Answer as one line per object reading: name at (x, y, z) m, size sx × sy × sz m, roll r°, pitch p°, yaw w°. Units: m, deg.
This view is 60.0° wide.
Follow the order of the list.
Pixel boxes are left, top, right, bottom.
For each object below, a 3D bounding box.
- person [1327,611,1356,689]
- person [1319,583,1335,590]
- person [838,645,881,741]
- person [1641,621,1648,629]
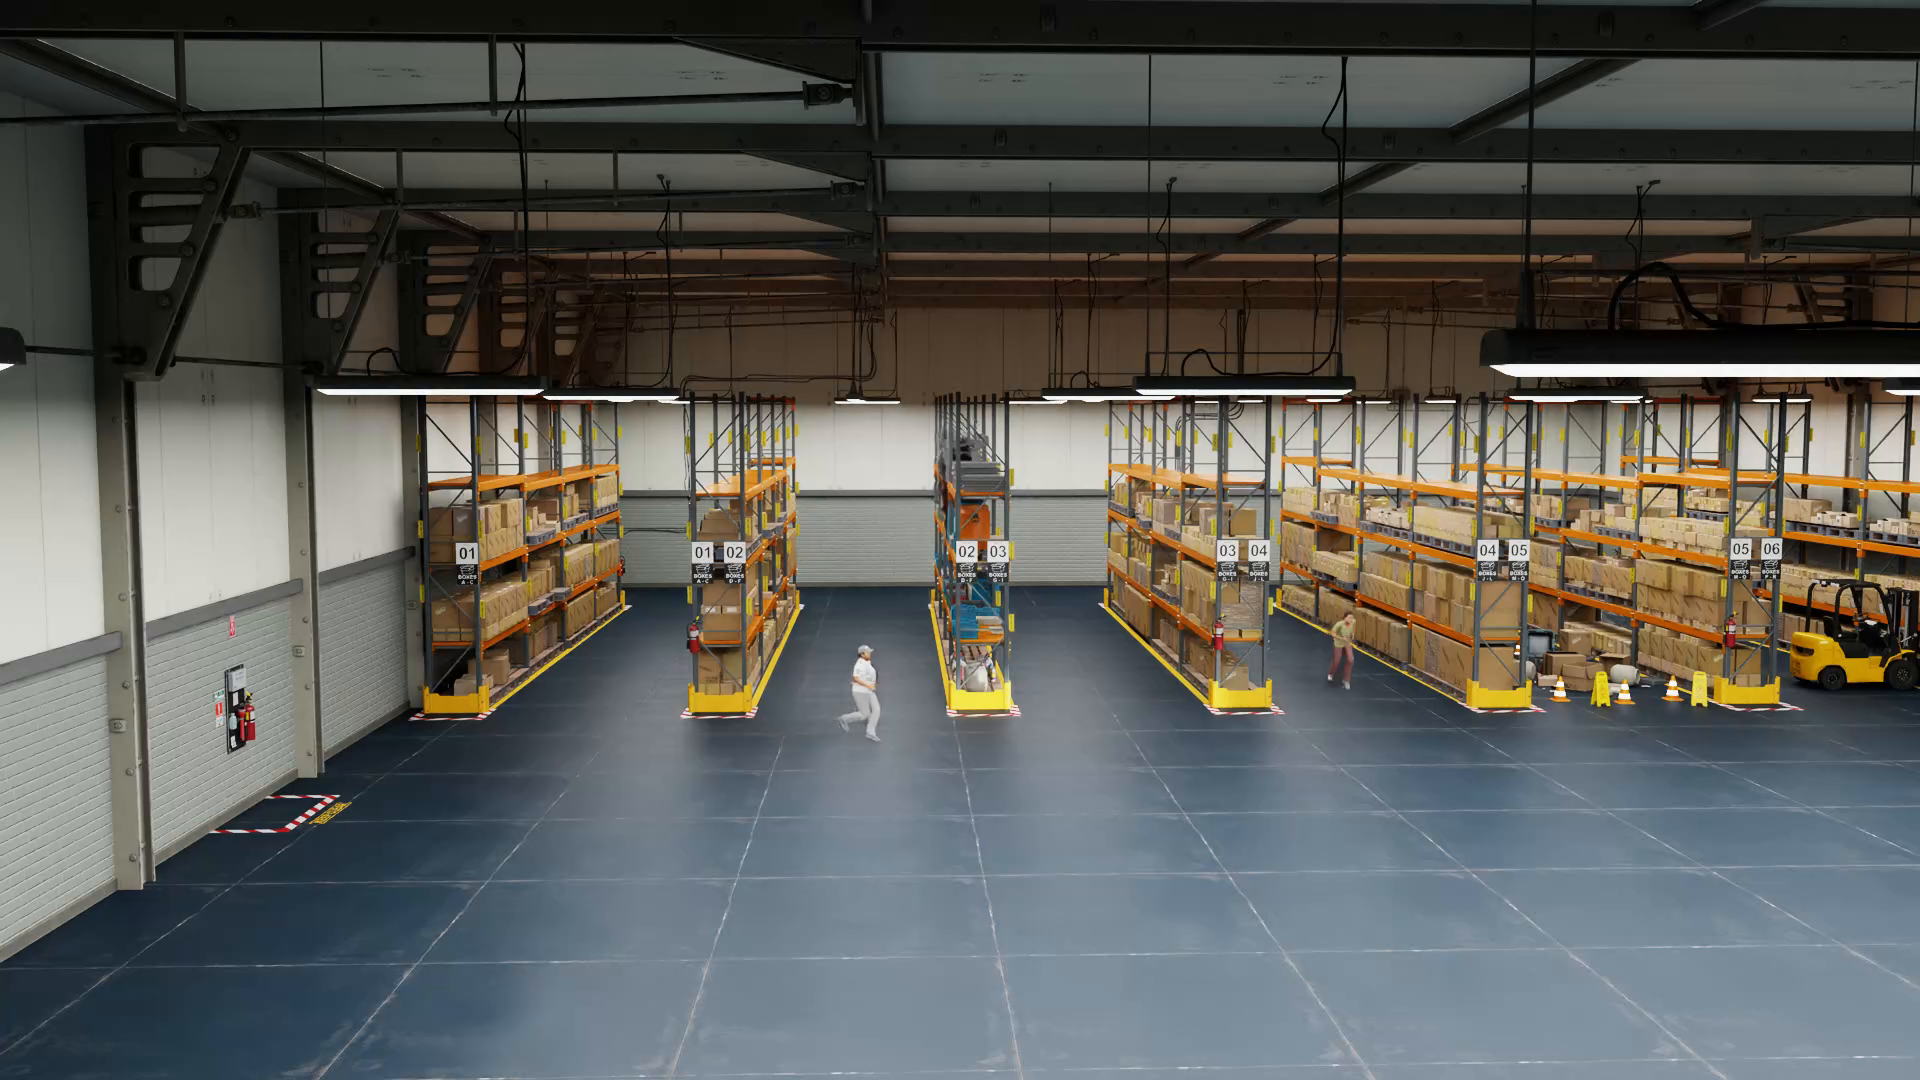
person at (7.820, 2.220, 34.163) m, size 0.617 × 1.623 × 0.923 m, roll -1°, pitch 5°, yaw -15°
person at (10.843, 0.977, 48.830) m, size 0.929 × 1.505 × 0.603 m, roll 0°, pitch 5°, yaw 2°
person at (-1.706, 2.638, 28.640) m, size 0.750 × 1.665 × 0.616 m, roll 1°, pitch 5°, yaw 17°
person at (16.580, 1.731, 39.766) m, size 0.715 × 1.695 × 1.066 m, roll -1°, pitch 5°, yaw -9°
